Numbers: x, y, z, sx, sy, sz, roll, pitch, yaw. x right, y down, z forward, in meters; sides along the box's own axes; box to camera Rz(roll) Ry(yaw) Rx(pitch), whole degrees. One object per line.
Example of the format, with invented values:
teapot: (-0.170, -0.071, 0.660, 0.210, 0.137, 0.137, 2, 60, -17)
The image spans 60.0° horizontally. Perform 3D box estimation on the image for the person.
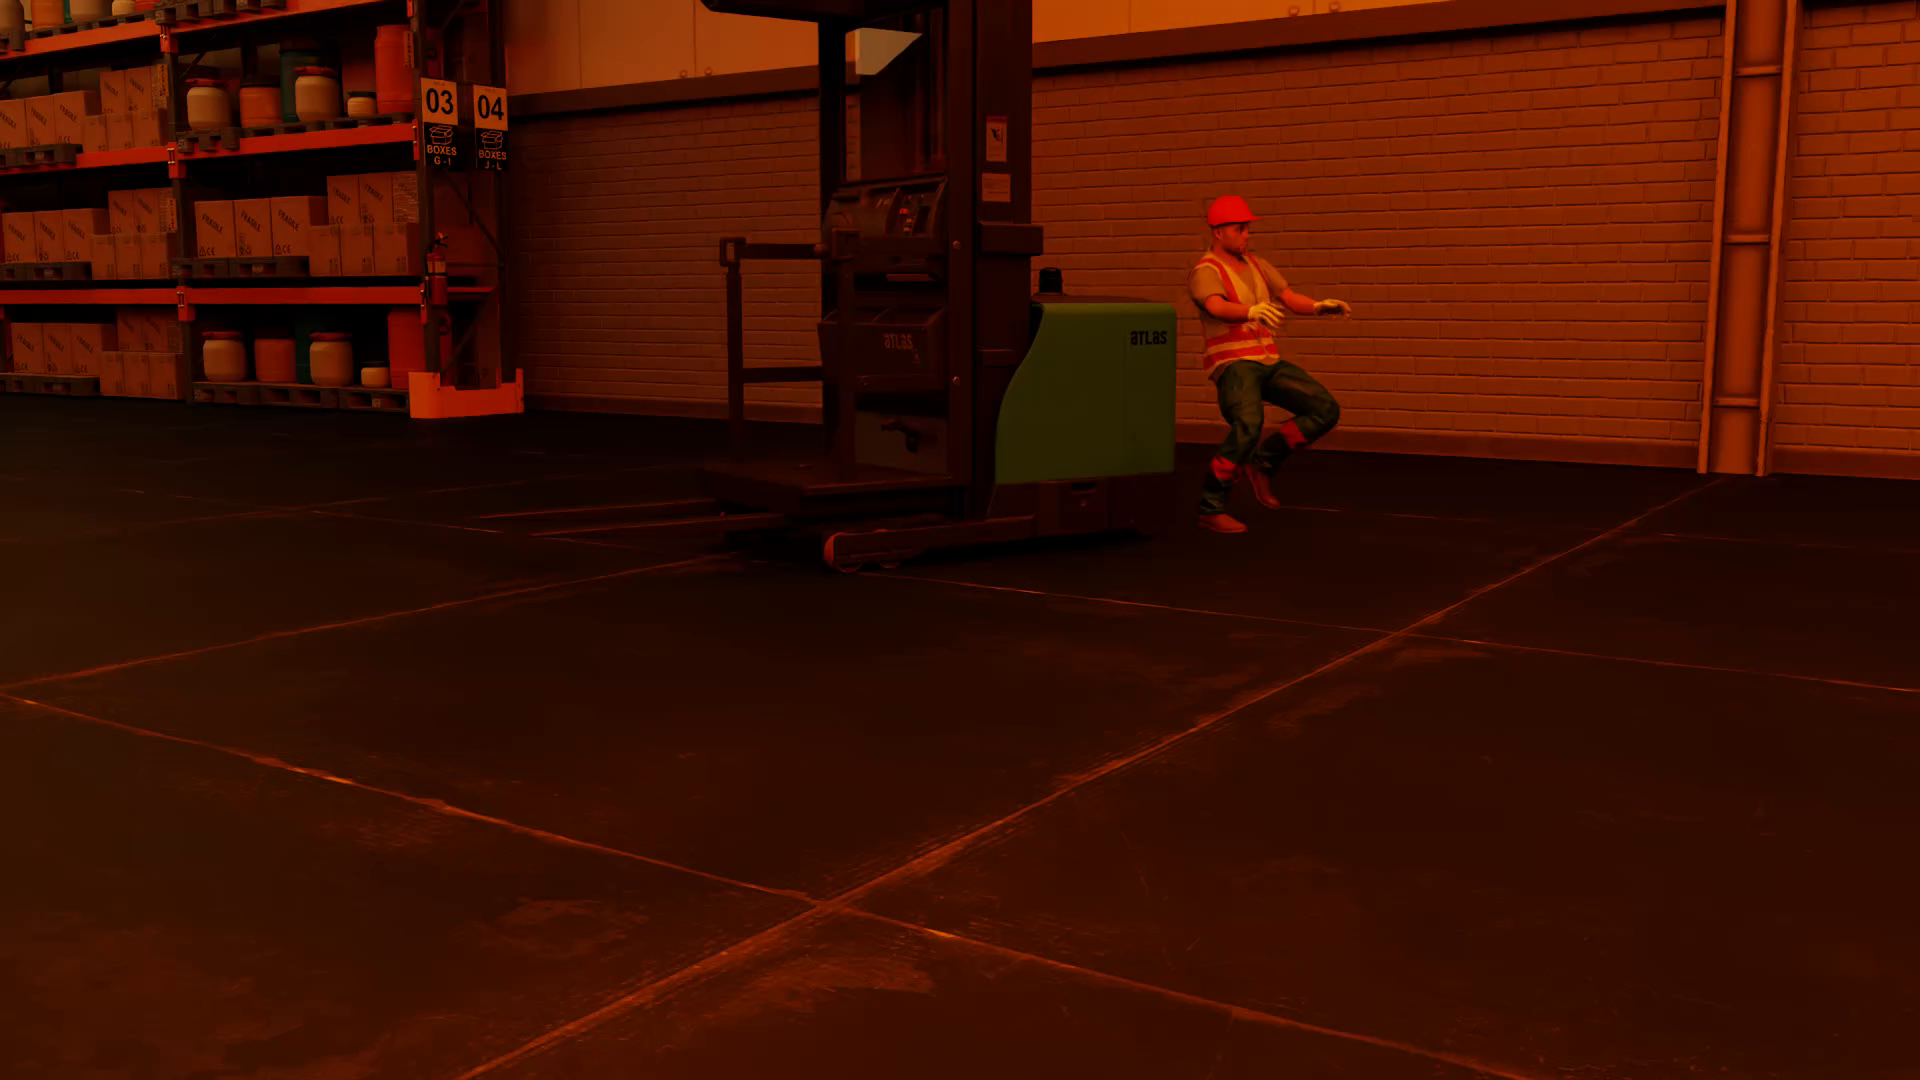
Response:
person: (1.473, -0.865, 8.078, 0.817, 1.607, 0.769, -8, 11, -43)

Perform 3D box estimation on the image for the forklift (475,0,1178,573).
forklift: (-0.507, -1.403, 7.061, 3.031, 2.935, 1.130, -5, 10, -33)
